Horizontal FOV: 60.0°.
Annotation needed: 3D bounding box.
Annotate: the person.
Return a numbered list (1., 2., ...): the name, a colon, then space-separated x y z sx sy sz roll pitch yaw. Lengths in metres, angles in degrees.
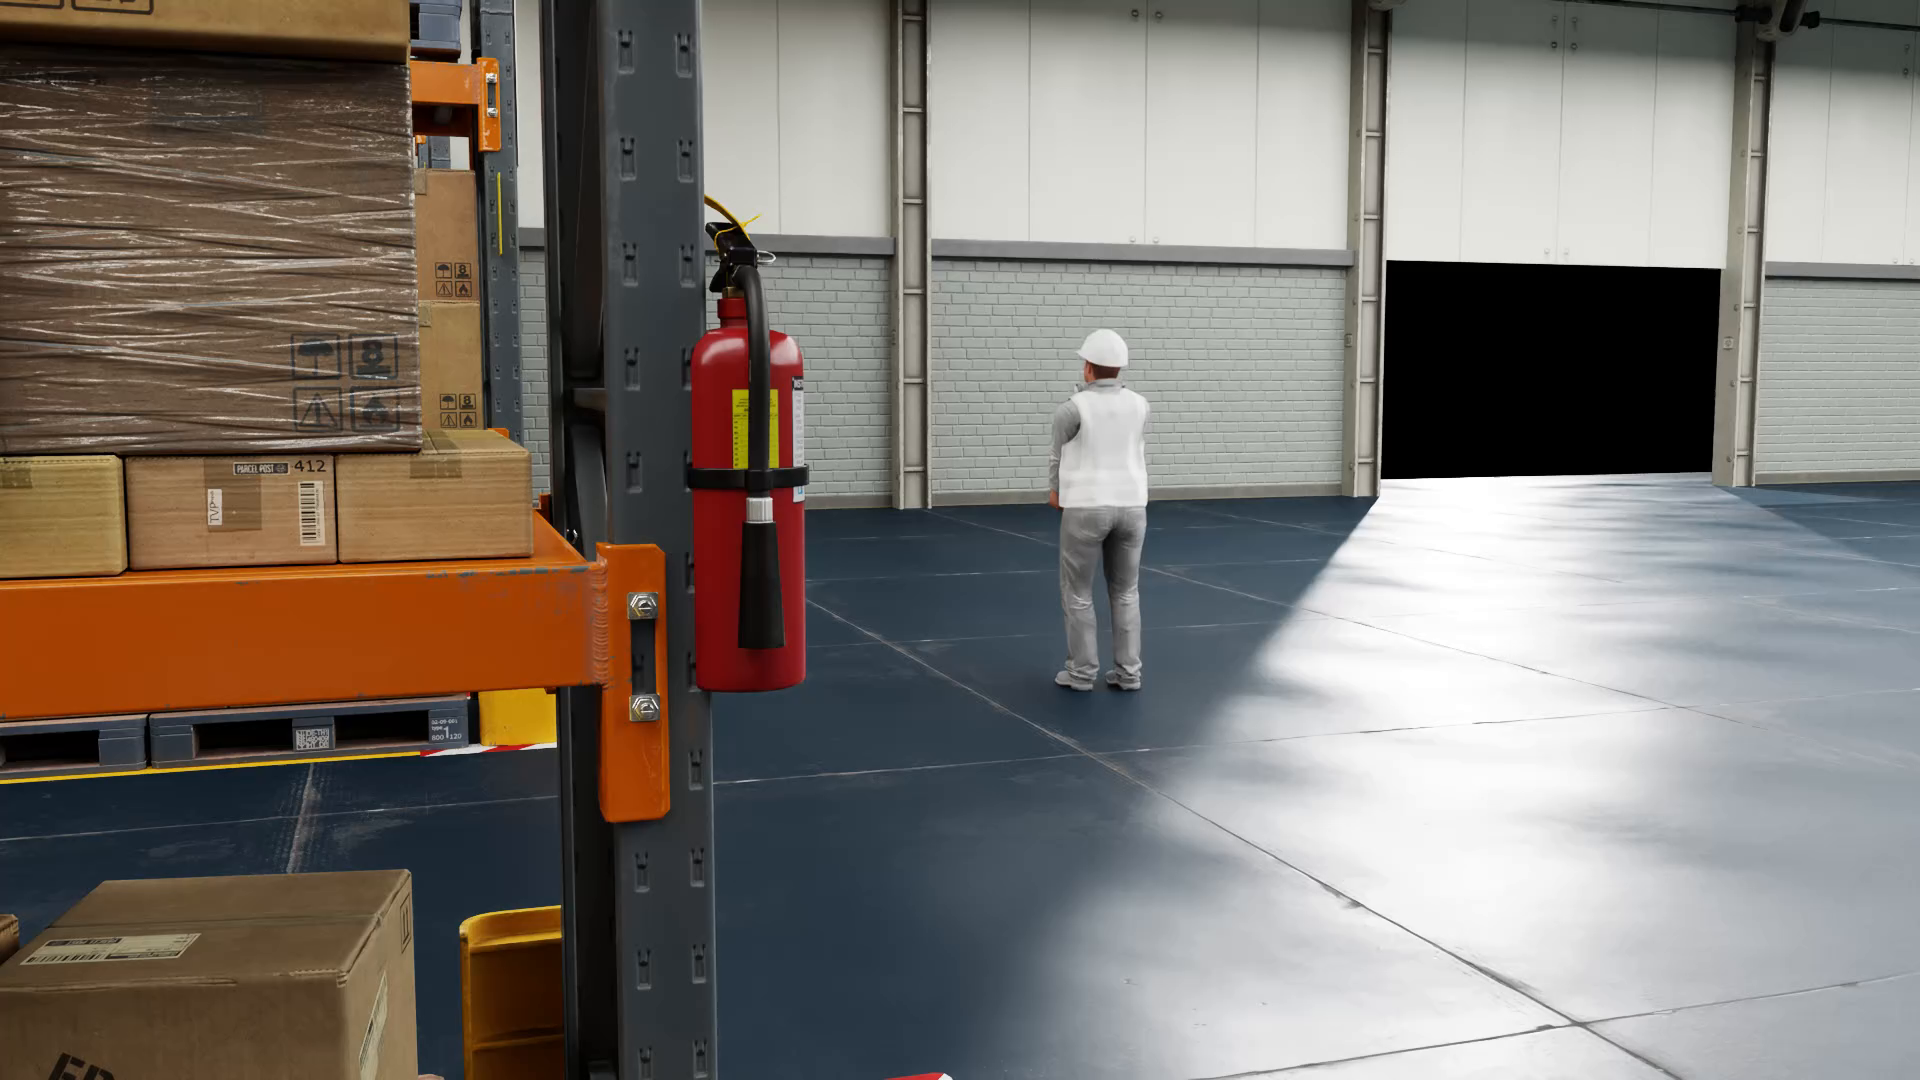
1. person: 0.657 -0.148 8.222 0.494 1.762 0.564 -2 6 -18
